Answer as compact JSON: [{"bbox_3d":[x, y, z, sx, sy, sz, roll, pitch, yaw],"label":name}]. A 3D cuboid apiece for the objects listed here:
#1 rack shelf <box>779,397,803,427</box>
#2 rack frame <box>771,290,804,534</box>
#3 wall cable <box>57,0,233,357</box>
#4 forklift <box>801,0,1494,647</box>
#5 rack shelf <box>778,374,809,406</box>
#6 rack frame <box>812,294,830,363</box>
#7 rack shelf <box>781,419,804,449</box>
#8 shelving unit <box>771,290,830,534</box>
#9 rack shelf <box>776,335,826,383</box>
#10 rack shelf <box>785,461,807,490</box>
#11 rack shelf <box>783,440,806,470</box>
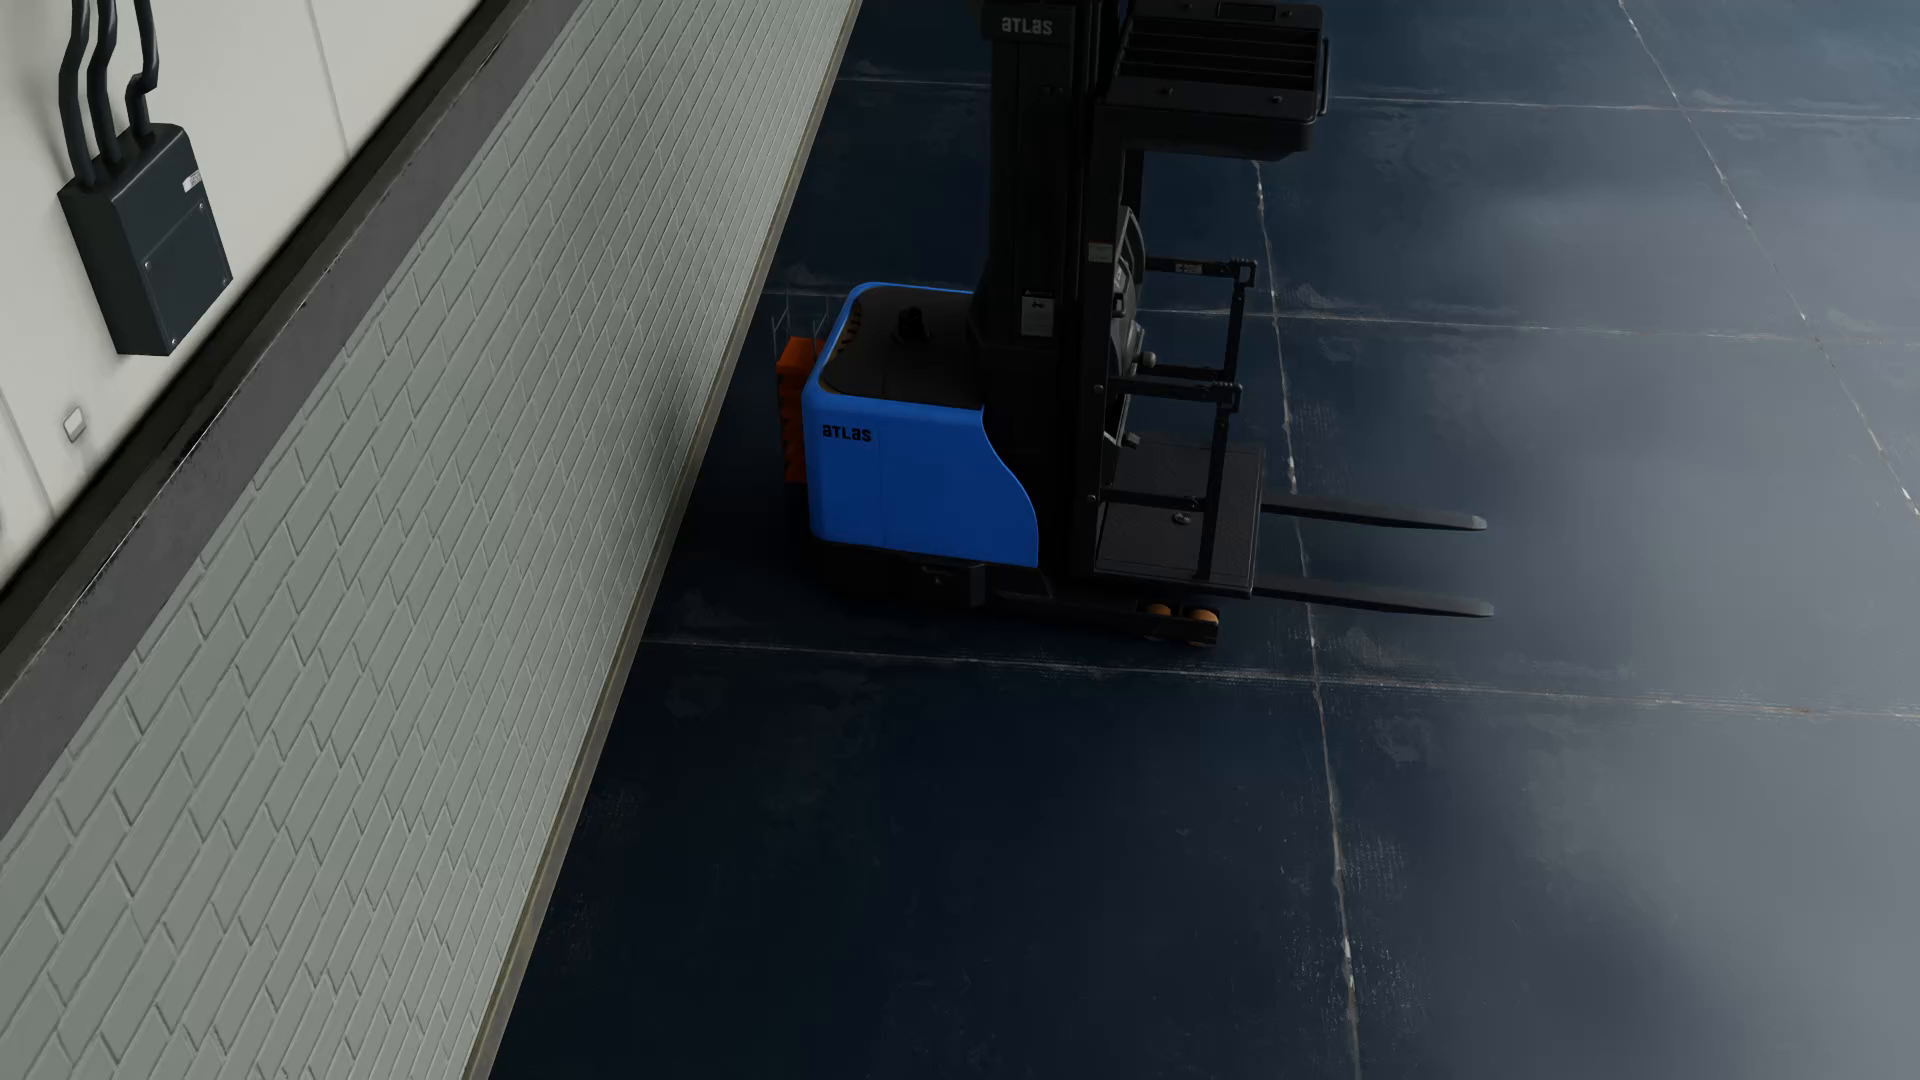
[{"bbox_3d":[-0.702,-0.617,7.608,0.180,0.103,0.258,7,40,9],"label":"rack shelf"},{"bbox_3d":[-0.792,-0.570,7.670,0.006,1.200,0.240,7,40,9],"label":"rack frame"},{"bbox_3d":[-1.506,-3.418,2.297,0.169,6.003,2.305,3,39,4],"label":"wall cable"},{"bbox_3d":[0.882,-1.033,6.868,3.031,2.935,1.130,7,40,9],"label":"forklift"},{"bbox_3d":[-0.702,-0.710,7.533,0.180,0.103,0.258,7,40,9],"label":"rack shelf"},{"bbox_3d":[-0.613,-0.547,7.642,0.006,1.200,0.240,7,40,9],"label":"rack frame"},{"bbox_3d":[-0.702,-0.524,7.684,0.180,0.103,0.258,7,40,9],"label":"rack shelf"},{"bbox_3d":[-0.702,-0.558,7.656,0.189,1.200,0.258,7,40,9],"label":"shelving unit"},{"bbox_3d":[-0.702,-0.803,7.457,0.180,0.103,0.258,7,40,9],"label":"rack shelf"},{"bbox_3d":[-0.702,-0.338,7.836,0.180,0.103,0.258,7,40,9],"label":"rack shelf"},{"bbox_3d":[-0.702,-0.431,7.760,0.180,0.103,0.258,7,40,9],"label":"rack shelf"}]
